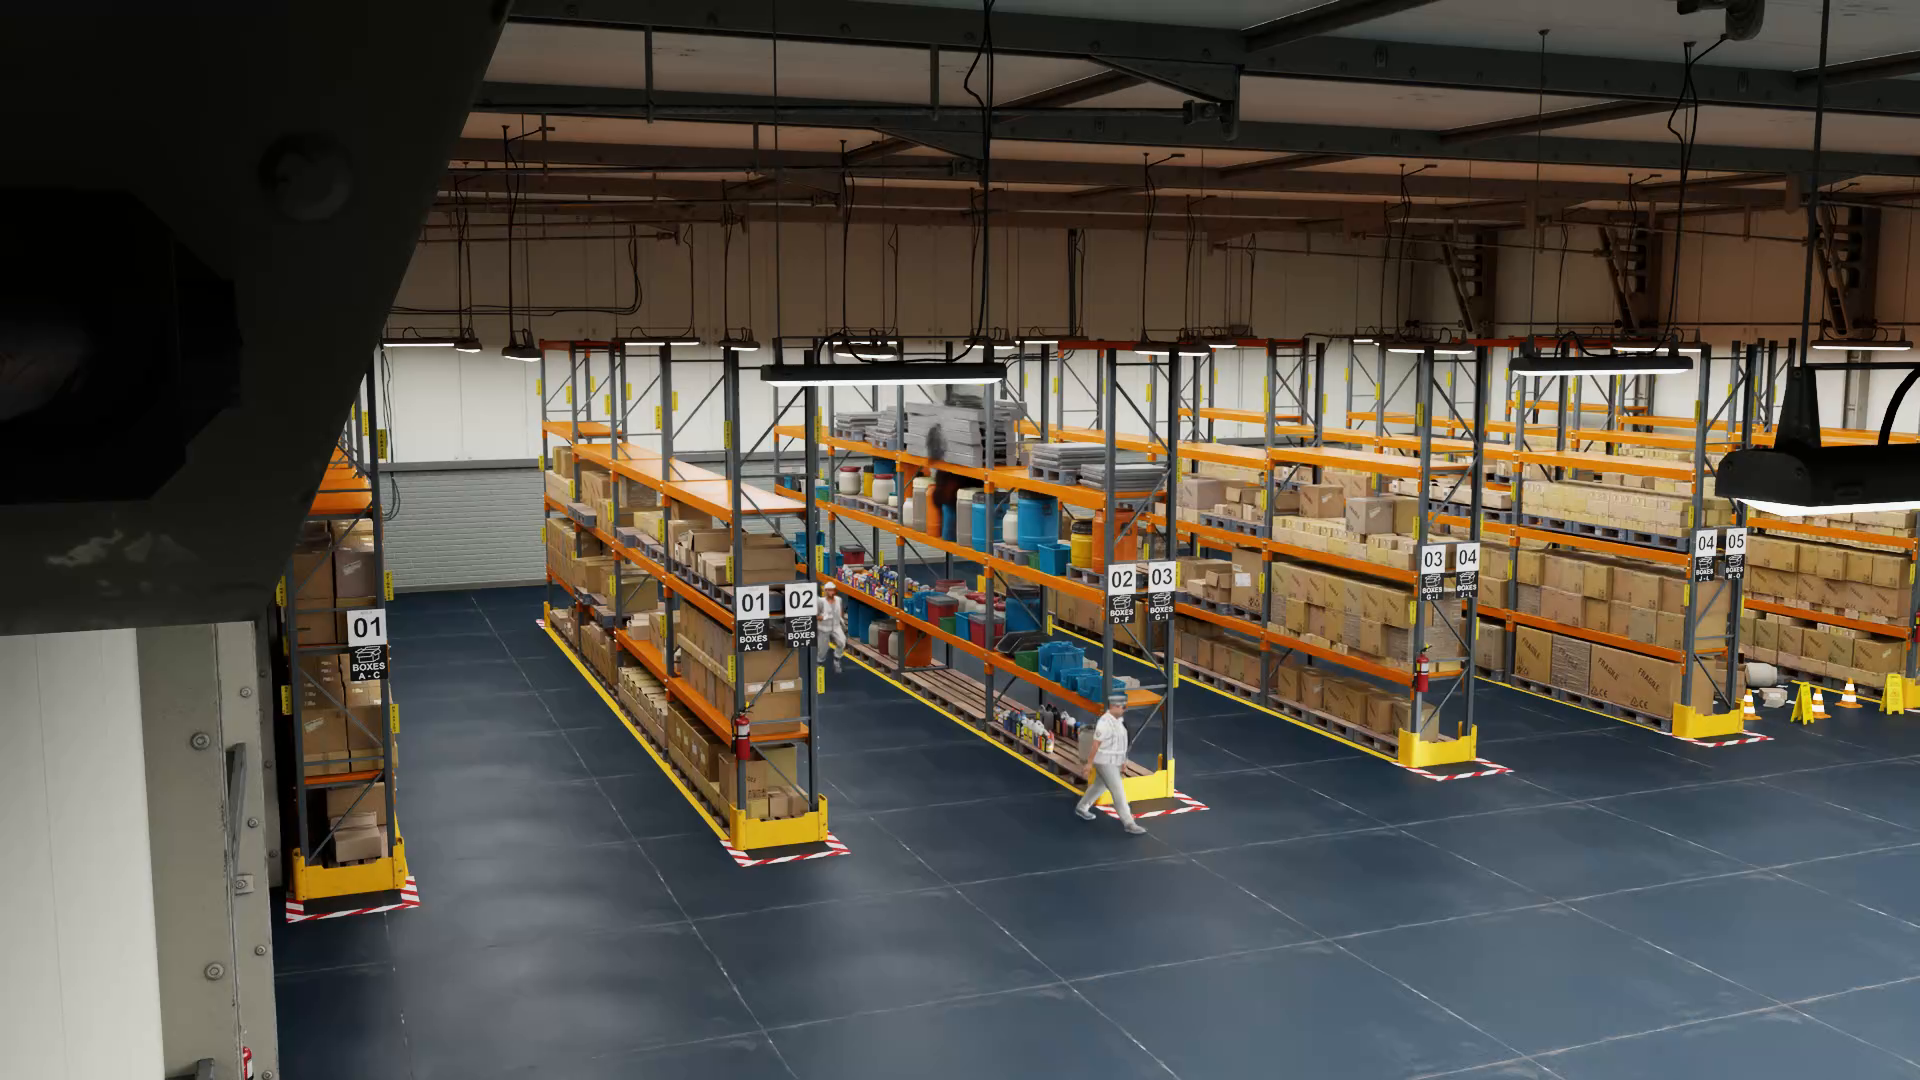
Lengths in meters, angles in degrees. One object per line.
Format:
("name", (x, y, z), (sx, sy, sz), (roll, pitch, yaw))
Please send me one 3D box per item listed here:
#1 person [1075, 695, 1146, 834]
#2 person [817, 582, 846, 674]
("person", (1.916, 2.774, 20.886), (1.081, 1.668, 0.629), (4, 8, 27))
("person", (-2.311, 1.592, 29.241), (0.663, 1.760, 0.949), (-3, 8, -24))
